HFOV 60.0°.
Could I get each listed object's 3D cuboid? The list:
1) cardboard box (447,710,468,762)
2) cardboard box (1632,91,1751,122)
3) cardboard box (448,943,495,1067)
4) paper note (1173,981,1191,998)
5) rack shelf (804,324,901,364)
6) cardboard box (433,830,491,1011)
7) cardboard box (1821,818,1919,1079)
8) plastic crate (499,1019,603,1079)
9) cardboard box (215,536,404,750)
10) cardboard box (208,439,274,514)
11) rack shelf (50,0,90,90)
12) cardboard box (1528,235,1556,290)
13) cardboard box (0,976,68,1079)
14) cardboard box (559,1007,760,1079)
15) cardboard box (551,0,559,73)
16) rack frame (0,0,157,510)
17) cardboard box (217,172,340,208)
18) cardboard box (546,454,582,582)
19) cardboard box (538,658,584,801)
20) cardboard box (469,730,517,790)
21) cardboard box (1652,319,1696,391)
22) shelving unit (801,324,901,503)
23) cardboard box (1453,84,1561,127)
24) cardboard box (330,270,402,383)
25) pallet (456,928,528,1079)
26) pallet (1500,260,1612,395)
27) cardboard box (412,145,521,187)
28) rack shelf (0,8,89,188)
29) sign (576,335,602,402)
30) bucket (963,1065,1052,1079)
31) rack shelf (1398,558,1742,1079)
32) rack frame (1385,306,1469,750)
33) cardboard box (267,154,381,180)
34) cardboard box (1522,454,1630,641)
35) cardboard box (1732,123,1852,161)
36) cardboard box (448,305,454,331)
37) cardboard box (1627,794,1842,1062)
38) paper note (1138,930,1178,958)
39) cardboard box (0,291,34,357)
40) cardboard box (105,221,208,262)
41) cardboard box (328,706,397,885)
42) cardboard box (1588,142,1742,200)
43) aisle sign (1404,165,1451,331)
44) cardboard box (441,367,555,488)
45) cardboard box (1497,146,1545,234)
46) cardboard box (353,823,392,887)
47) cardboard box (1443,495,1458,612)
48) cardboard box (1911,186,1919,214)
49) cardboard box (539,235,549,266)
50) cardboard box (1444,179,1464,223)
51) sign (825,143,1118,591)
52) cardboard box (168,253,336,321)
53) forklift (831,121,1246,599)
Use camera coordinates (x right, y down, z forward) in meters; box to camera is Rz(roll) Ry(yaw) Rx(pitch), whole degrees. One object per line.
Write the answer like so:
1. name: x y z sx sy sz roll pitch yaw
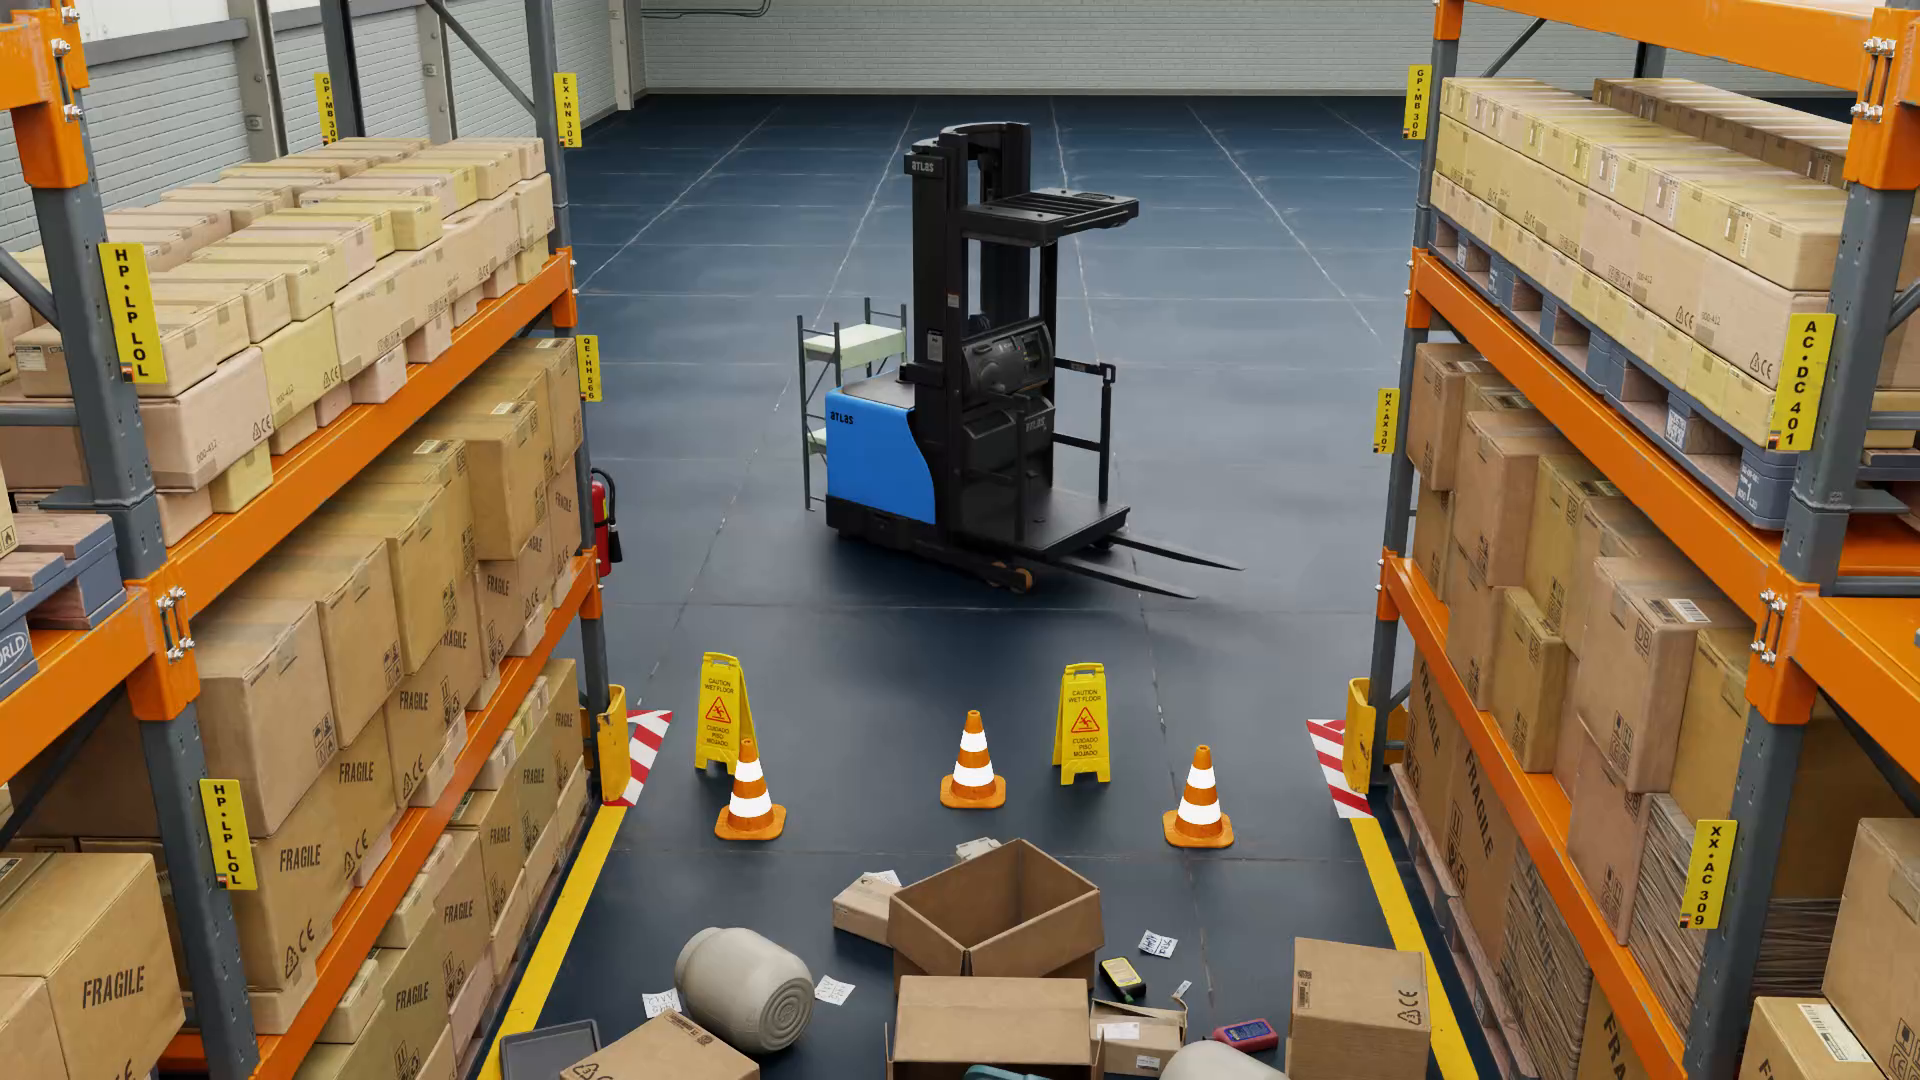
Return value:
1. cardboard box: -2.092 0.753 6.289 0.380 0.149 0.250 1 21 1
2. cardboard box: 2.858 0.856 2.749 0.691 2.098 9.463 0 21 -1
3. cardboard box: -2.144 1.791 6.487 0.500 0.250 0.500 0 21 1
4. paper note: 0.947 1.913 7.084 0.032 0.001 0.123 13 25 29
5. rack shelf: -0.792 -1.454 12.348 0.368 0.124 0.686 16 26 36
6. cardboard box: -2.140 1.445 6.342 0.500 0.500 0.500 2 21 4
7. cardboard box: 2.492 0.985 3.823 0.700 0.500 0.500 0 21 1
8. plastic crate: -1.583 2.103 6.499 0.402 0.080 0.583 -7 22 -17
9. cardboard box: -2.182 0.308 5.158 0.700 0.500 0.500 1 21 2
10. cardboard box: -2.129 -0.185 4.560 0.380 0.149 0.250 1 21 2
11. rack shelf: -2.389 -1.883 5.441 1.077 0.370 4.000 1 21 2
12. cardboard box: 2.246 -0.983 5.898 0.380 0.149 0.250 1 21 2
13. cardboard box: -2.248 1.268 3.485 0.500 0.500 0.500 1 21 2
14. cardboard box: -1.057 2.092 5.943 0.500 0.500 0.500 18 27 38
15. cardboard box: -3.179 -11.385 28.930 9.106 9.000 0.560 0 21 1
16. rack frame: -2.450 -1.497 3.446 1.000 3.000 0.127 1 21 2
17. cardboard box: -4.865 -0.589 6.432 4.904 1.547 0.749 0 21 1
18. cardboard box: -2.069 -0.132 7.673 0.500 0.500 0.500 0 21 1
19. cardboard box: -2.092 0.883 7.791 0.500 0.500 0.500 1 21 2
20. cardboard box: -2.057 0.900 6.850 0.380 0.149 0.250 2 21 4
21. cardboard box: 2.206 -0.525 4.718 0.380 0.149 0.250 1 21 2
22. shelving unit: -0.792 -0.997 12.518 0.431 1.308 0.731 16 26 36
23. cardboard box: 2.286 -1.816 6.942 0.380 0.149 0.250 1 21 2
24. cardboard box: -2.128 -0.691 5.312 0.500 0.250 0.500 1 21 2
25. pallet: -2.468 2.619 4.987 1.045 0.211 5.110 1 21 2
26. pallet: 2.576 -0.775 5.855 1.003 0.211 1.213 1 21 2
27. cardboard box: -2.090 -1.581 7.055 0.380 0.149 0.250 1 21 3
28. rack shelf: -2.511 -0.252 1.785 1.077 0.370 4.000 1 21 2
29. sign: -1.774 -0.820 7.958 0.100 0.325 0.005 1 21 2
30. bucket: 0.201 2.061 4.995 0.726 0.611 0.620 8 33 20
31. rack shelf: 2.562 0.806 6.431 0.919 0.052 3.809 1 21 2
32. rack frame: 2.626 -0.128 8.213 0.949 2.616 0.053 1 21 2
33. cardboard box: -2.604 -1.492 6.826 0.380 0.149 0.250 1 21 2
34. cardboard box: 2.609 0.026 6.115 0.875 0.550 0.500 1 21 2
35. cardboard box: 2.905 -1.347 5.732 0.380 0.149 0.250 1 21 2
36. cardboard box: -2.126 -0.833 6.229 0.380 0.149 0.250 0 21 0
37. cardboard box: 2.500 1.115 4.802 0.875 0.550 0.550 1 21 2
38. paper note: 0.879 1.790 7.376 0.144 0.017 0.142 8 23 20
39. cardboard box: -2.727 -0.565 4.436 0.380 0.149 0.250 0 21 0
40. cardboard box: -2.686 -0.940 5.403 0.380 0.149 0.250 1 21 2
41. cardboard box: -2.166 0.777 5.330 0.500 0.500 0.500 1 21 1
42. cardboard box: 2.233 -1.169 5.276 0.380 0.149 0.250 0 21 1
43. aisle sign: 2.325 -1.369 7.817 0.394 0.787 0.004 1 21 2
44. cardboard box: -2.148 -0.428 7.052 0.700 0.500 0.500 1 21 2
45. cardboard box: 2.322 -1.300 6.164 0.500 0.250 0.500 0 21 1
46. cardboard box: -2.144 1.030 5.576 0.380 0.149 0.250 1 21 3
47. cardboard box: 2.662 0.136 7.325 0.875 0.550 0.550 1 21 2
48. cardboard box: 2.874 -0.981 4.790 0.380 0.149 0.250 0 21 1
49. cardboard box: -2.060 -1.295 7.421 0.380 0.149 0.250 1 21 2
50. cardboard box: 2.285 -1.439 7.074 0.380 0.149 0.250 1 21 2
51. sign: 0.040 -1.306 11.488 2.177 2.768 2.025 1 21 2
52. cardboard box: -2.084 -0.748 4.907 0.380 0.149 0.250 0 21 1
53. forklift: 0.491 -1.223 11.130 3.031 2.935 1.121 16 26 35
